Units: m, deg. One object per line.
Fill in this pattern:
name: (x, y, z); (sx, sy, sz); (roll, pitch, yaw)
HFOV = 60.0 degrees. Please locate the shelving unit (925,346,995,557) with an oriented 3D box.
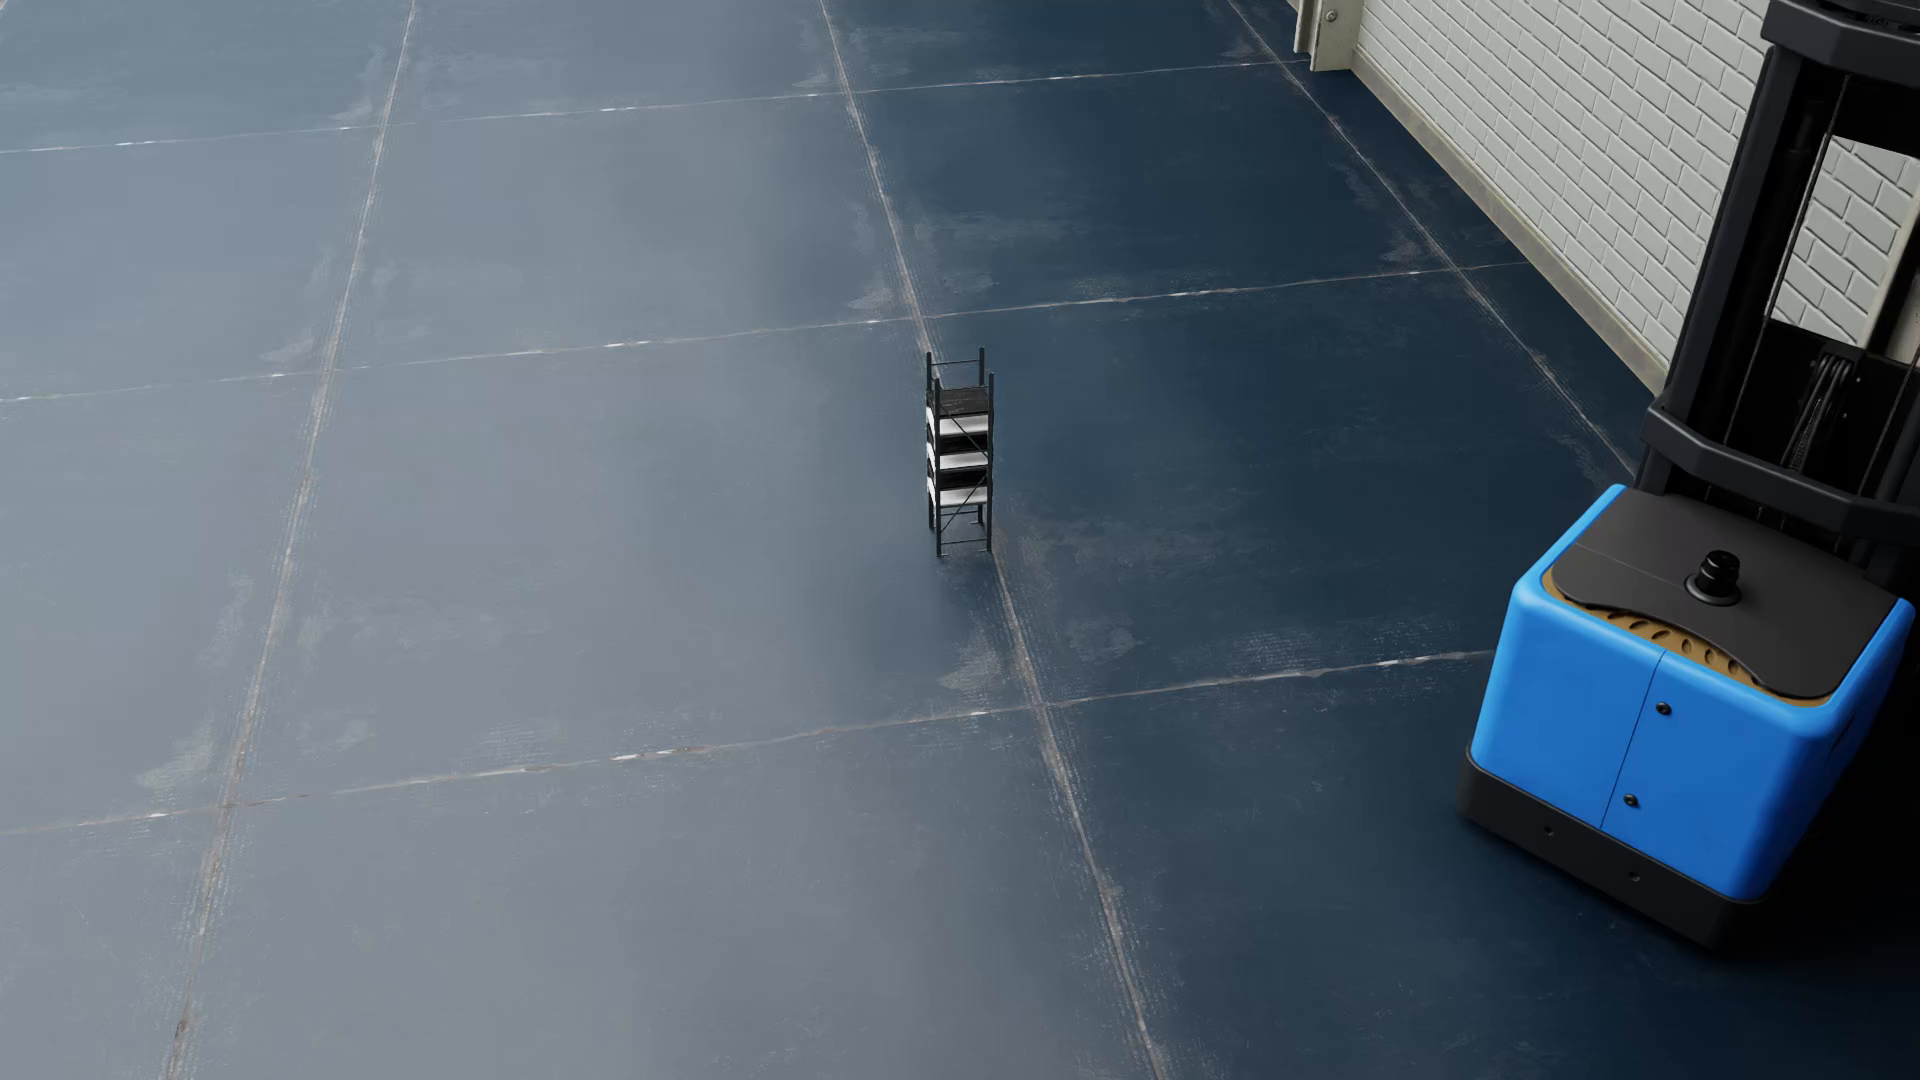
shelving unit: (-0.001, -0.360, 6.980); (0.258, 0.900, 0.210); (-6, 38, -8)

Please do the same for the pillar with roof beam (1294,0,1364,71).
pillar with roof beam: (-1.711, -6.432, 8.195); (9.100, 9.000, 0.400); (-6, 38, -8)

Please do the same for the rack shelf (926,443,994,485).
rack shelf: (-0.001, -0.334, 7.001); (0.258, 0.077, 0.200); (-6, 38, -8)

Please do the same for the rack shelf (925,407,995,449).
rack shelf: (-0.001, -0.476, 6.890); (0.258, 0.077, 0.200); (-6, 38, -8)

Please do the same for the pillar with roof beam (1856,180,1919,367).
pillar with roof beam: (-0.659, -2.808, 3.530); (9.100, 9.000, 0.400); (-6, 38, -8)

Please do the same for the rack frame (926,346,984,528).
rack frame: (-0.019, -0.422, 7.059); (0.240, 0.900, 0.006); (-6, 38, -8)

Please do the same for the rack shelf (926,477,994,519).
rack shelf: (-0.001, -0.192, 7.111); (0.258, 0.077, 0.200); (-6, 38, -8)

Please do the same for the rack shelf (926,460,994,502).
rack shelf: (-0.001, -0.263, 7.056); (0.258, 0.077, 0.200); (-6, 38, -8)

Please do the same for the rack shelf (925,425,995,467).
rack shelf: (-0.001, -0.405, 6.945); (0.258, 0.077, 0.200); (-6, 38, -8)

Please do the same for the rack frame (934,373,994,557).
rack frame: (0.016, -0.299, 6.901); (0.240, 0.900, 0.006); (-6, 38, -8)

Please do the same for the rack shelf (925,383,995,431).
rack shelf: (-0.001, -0.547, 6.835); (0.258, 0.077, 0.200); (-6, 38, -8)

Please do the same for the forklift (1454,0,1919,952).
forklift: (3.115, -0.641, 5.686); (1.130, 2.935, 3.031); (28, 46, 32)
